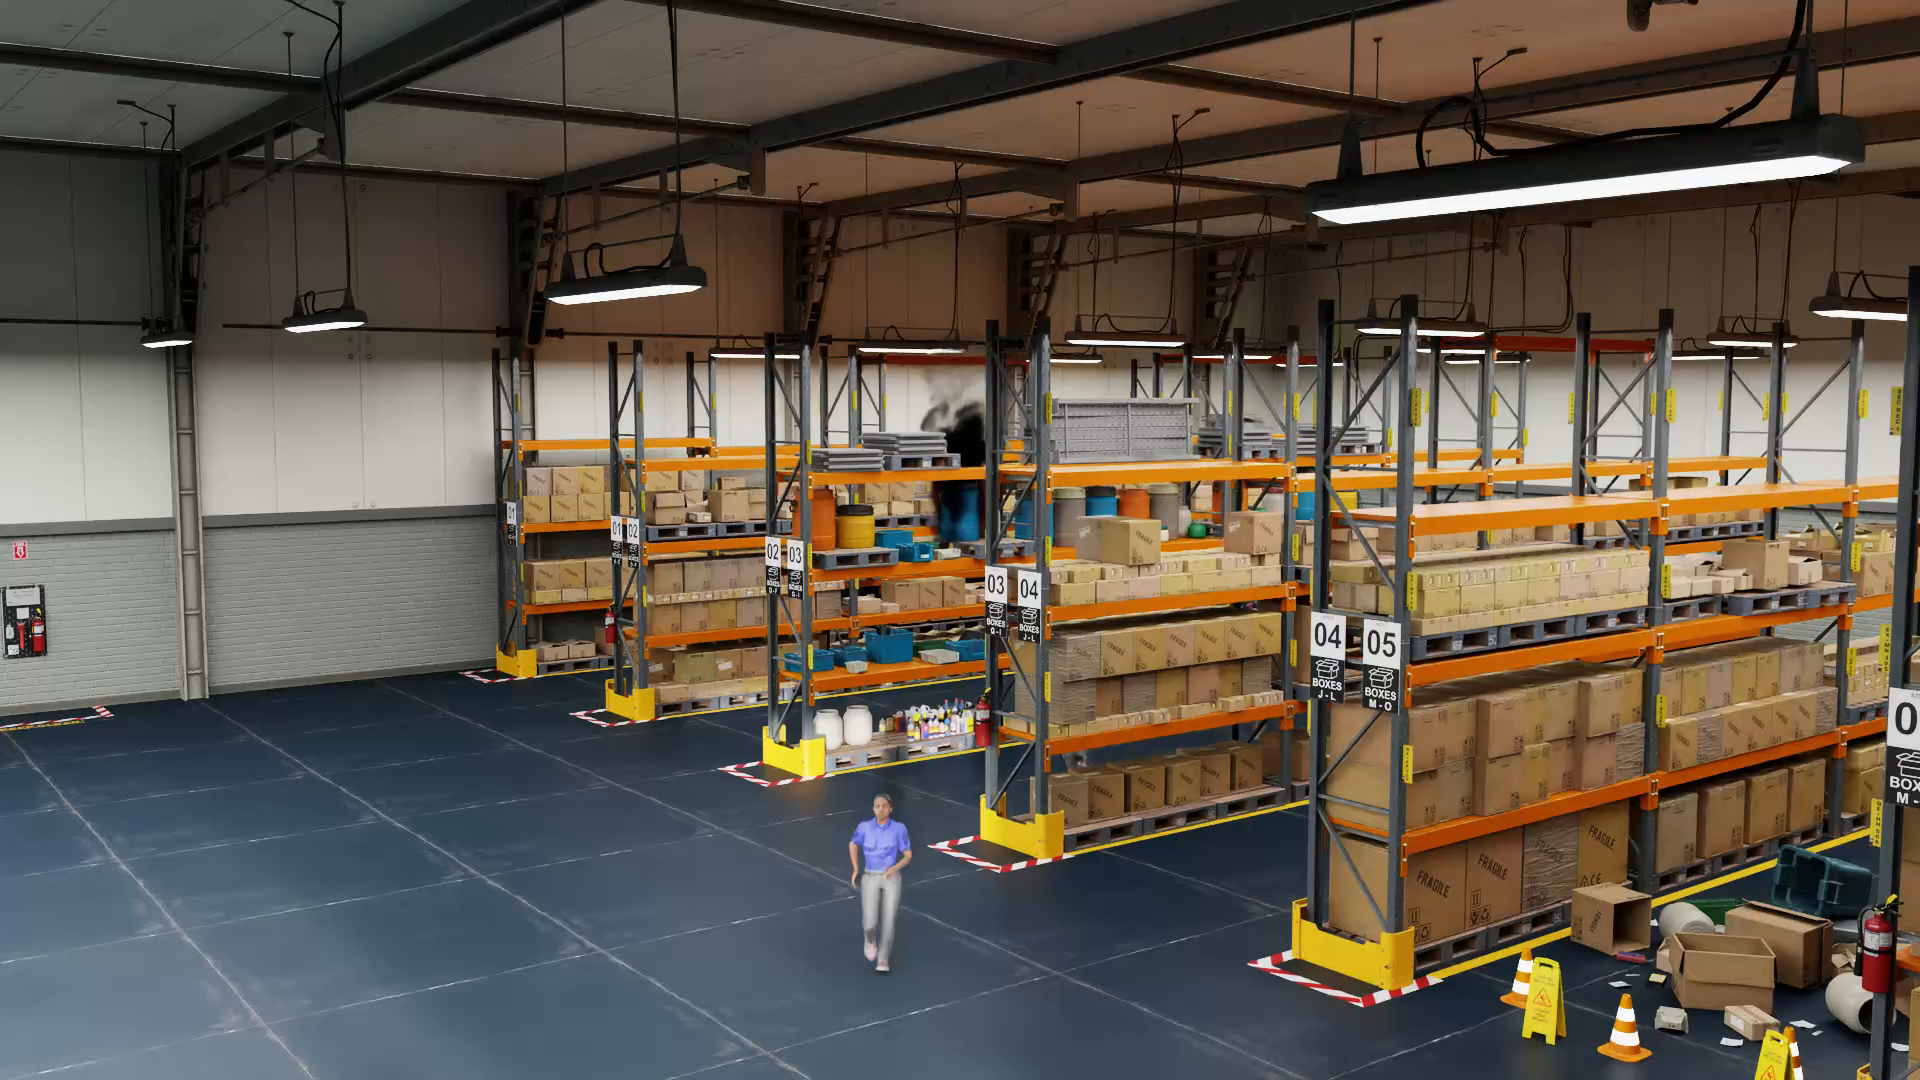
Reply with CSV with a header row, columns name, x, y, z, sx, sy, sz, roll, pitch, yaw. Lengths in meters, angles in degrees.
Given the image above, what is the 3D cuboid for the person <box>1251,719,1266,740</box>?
name,x,y,z,sx,sy,sz,roll,pitch,yaw
person,4.461,2.170,24.929,0.545,1.635,0.618,-5,7,-42

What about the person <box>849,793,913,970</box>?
name,x,y,z,sx,sy,sz,roll,pitch,yaw
person,-0.708,3.061,14.785,0.572,1.608,0.559,0,5,-1

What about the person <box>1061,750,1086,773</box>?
name,x,y,z,sx,sy,sz,roll,pitch,yaw
person,1.521,2.494,21.832,0.524,1.540,0.688,4,6,36
